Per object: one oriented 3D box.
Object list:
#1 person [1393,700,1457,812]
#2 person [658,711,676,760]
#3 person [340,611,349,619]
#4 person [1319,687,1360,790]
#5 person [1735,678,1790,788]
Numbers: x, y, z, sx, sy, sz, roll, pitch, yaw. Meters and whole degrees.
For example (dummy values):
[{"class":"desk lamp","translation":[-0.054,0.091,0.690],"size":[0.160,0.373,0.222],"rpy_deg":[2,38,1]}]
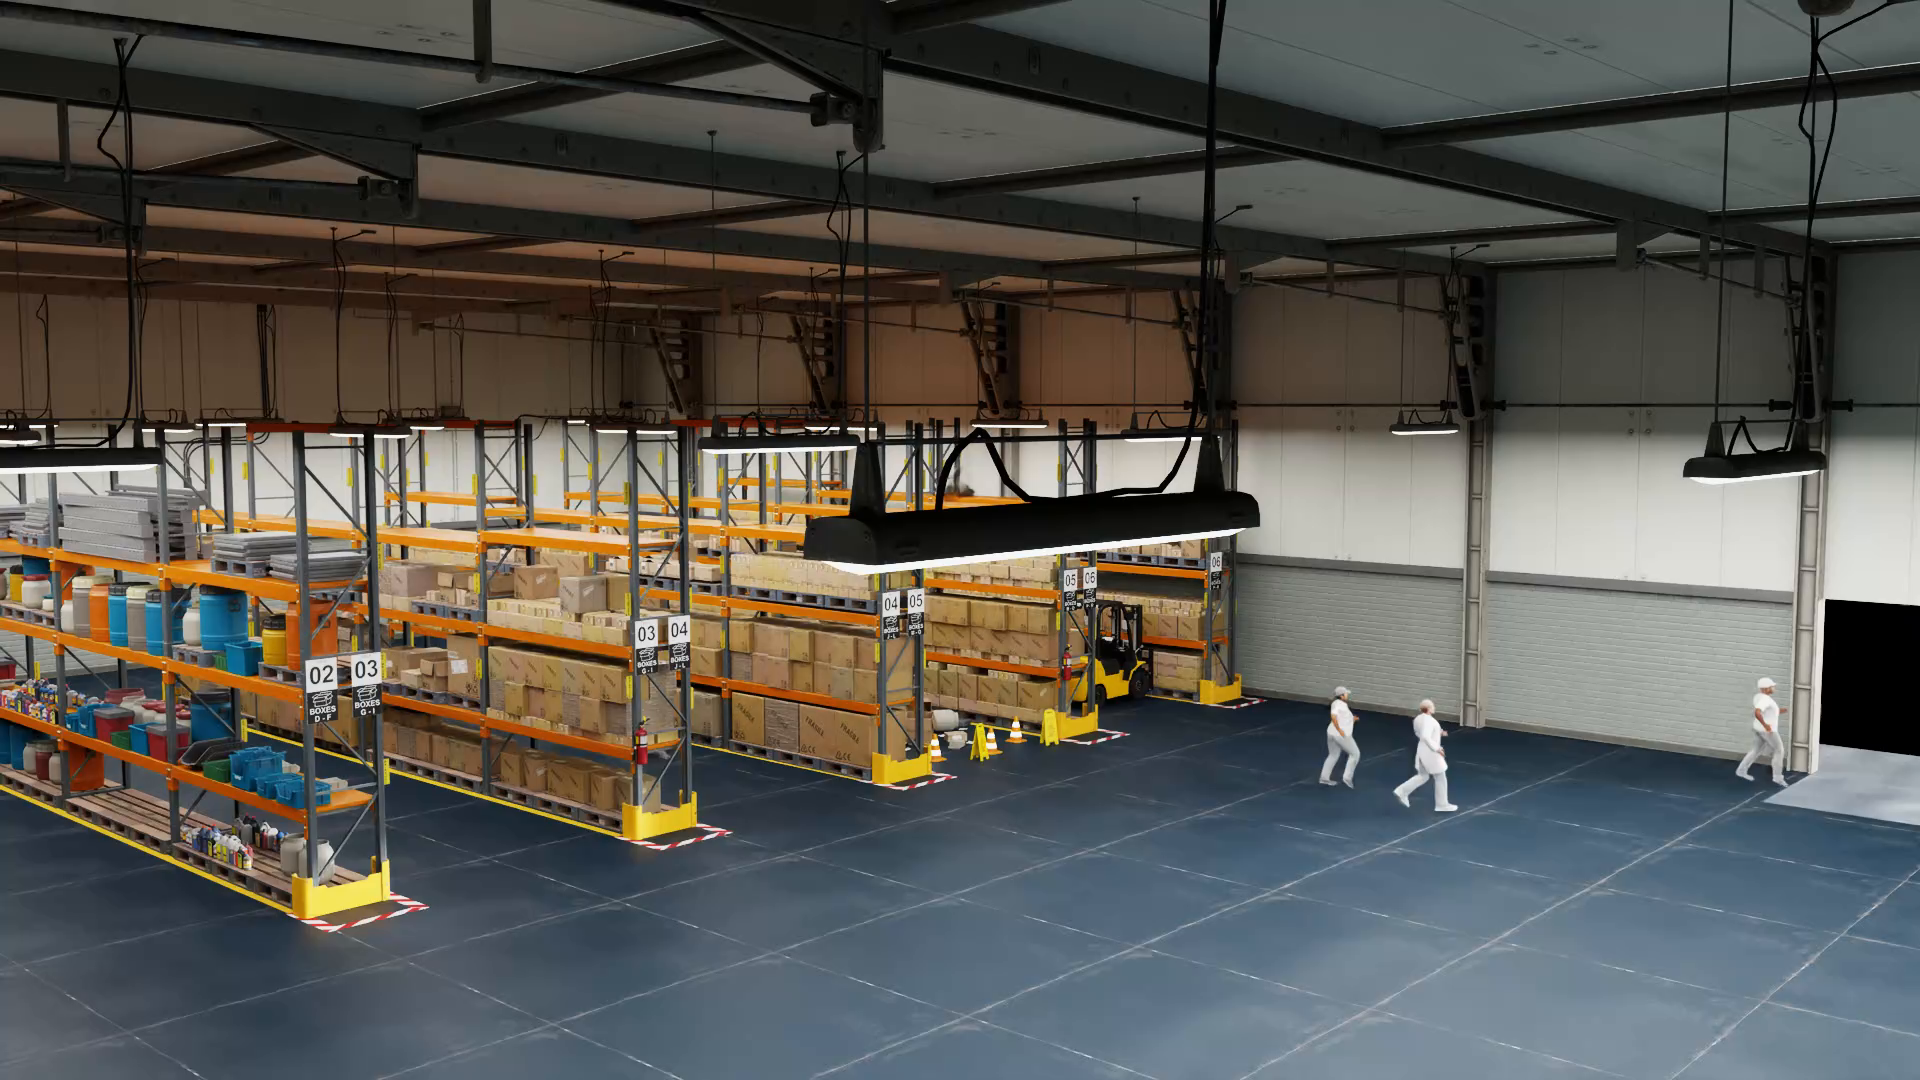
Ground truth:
[{"class":"person","translation":[7.226,3.337,25.712],"size":[1.020,1.754,0.710],"rpy_deg":[-1,5,-12]},{"class":"person","translation":[-5.339,3.082,29.669],"size":[0.560,1.647,0.614],"rpy_deg":[3,6,35]},{"class":"person","translation":[-14.287,2.405,38.526],"size":[0.676,1.610,0.760],"rpy_deg":[1,5,7]},{"class":"person","translation":[6.269,3.270,27.399],"size":[0.679,1.714,0.589],"rpy_deg":[-1,5,-12]},{"class":"person","translation":[13.333,3.188,27.558],"size":[0.820,1.821,0.677],"rpy_deg":[0,5,3]}]
